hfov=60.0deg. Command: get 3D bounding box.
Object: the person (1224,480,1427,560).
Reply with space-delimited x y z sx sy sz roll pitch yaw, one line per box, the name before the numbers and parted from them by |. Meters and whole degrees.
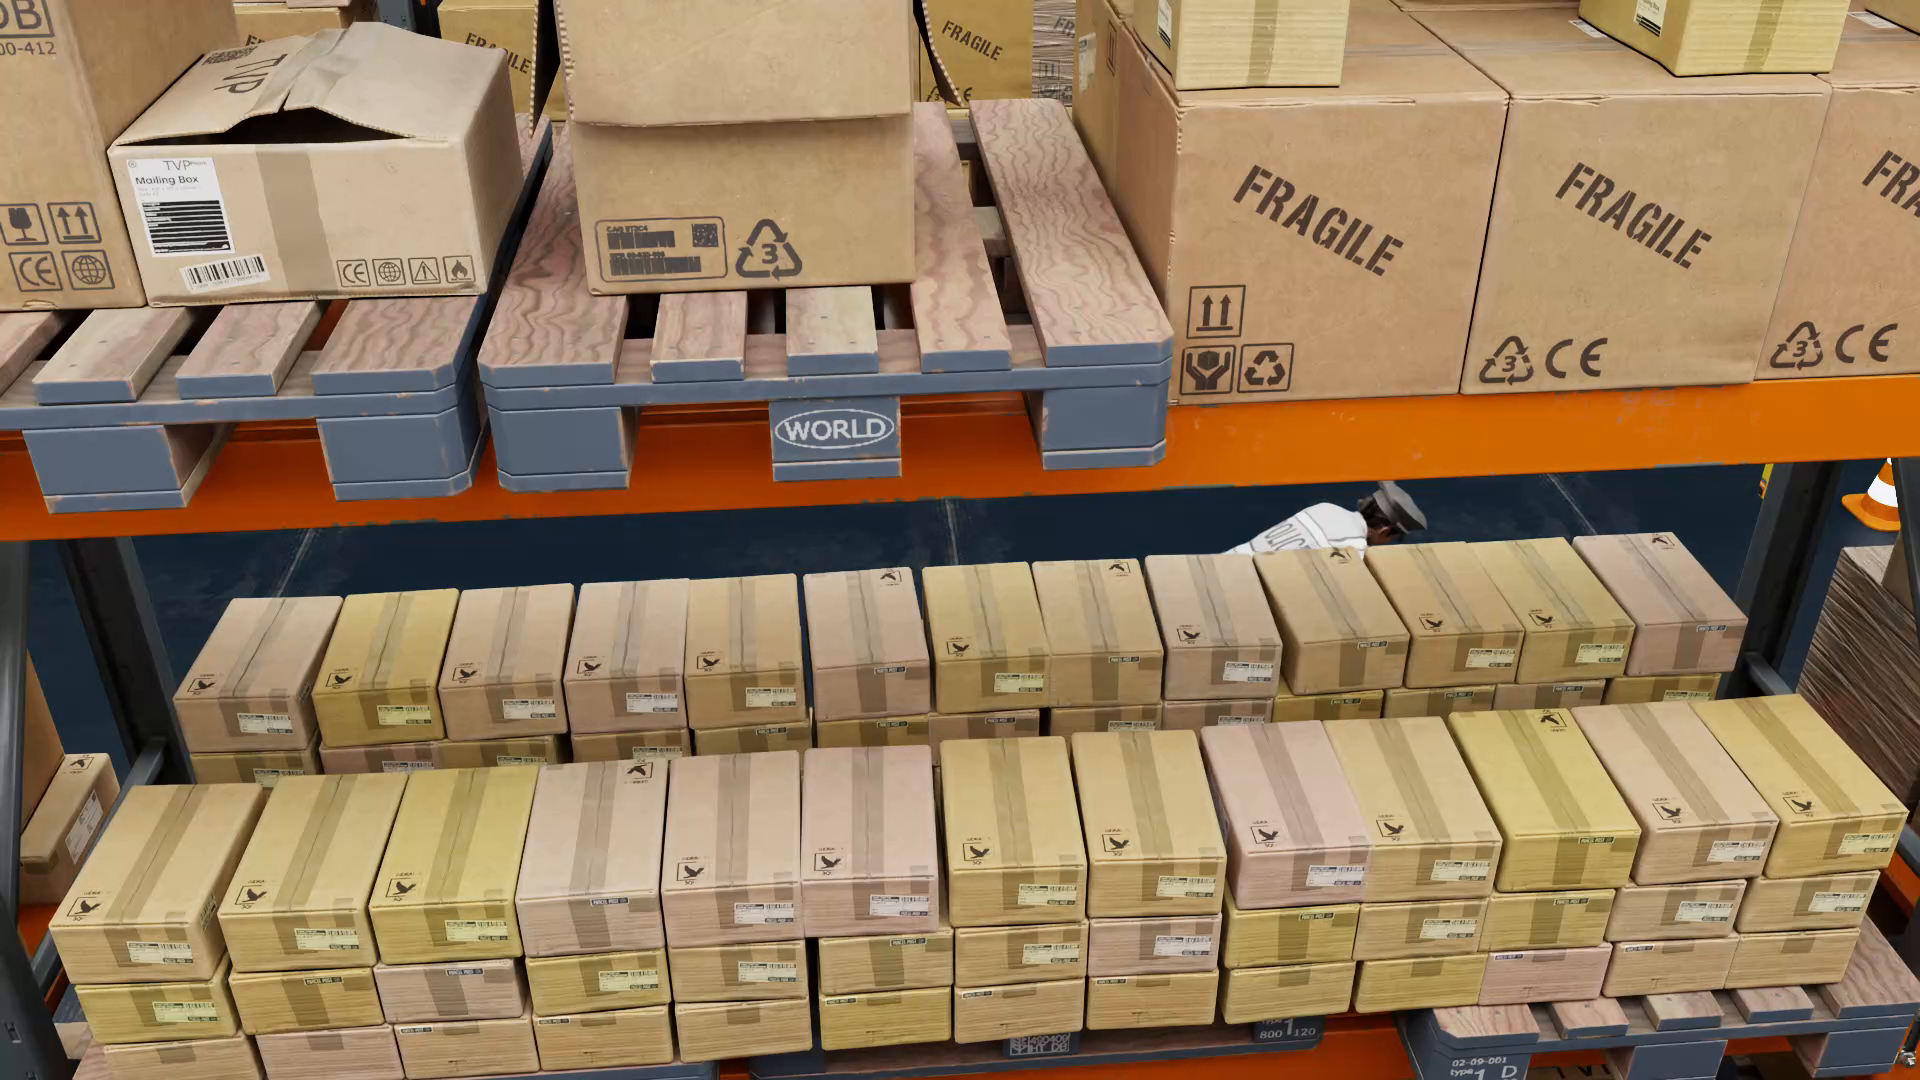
person | 1.403 0.192 6.585 0.857 0.876 0.486 -3 31 -4
